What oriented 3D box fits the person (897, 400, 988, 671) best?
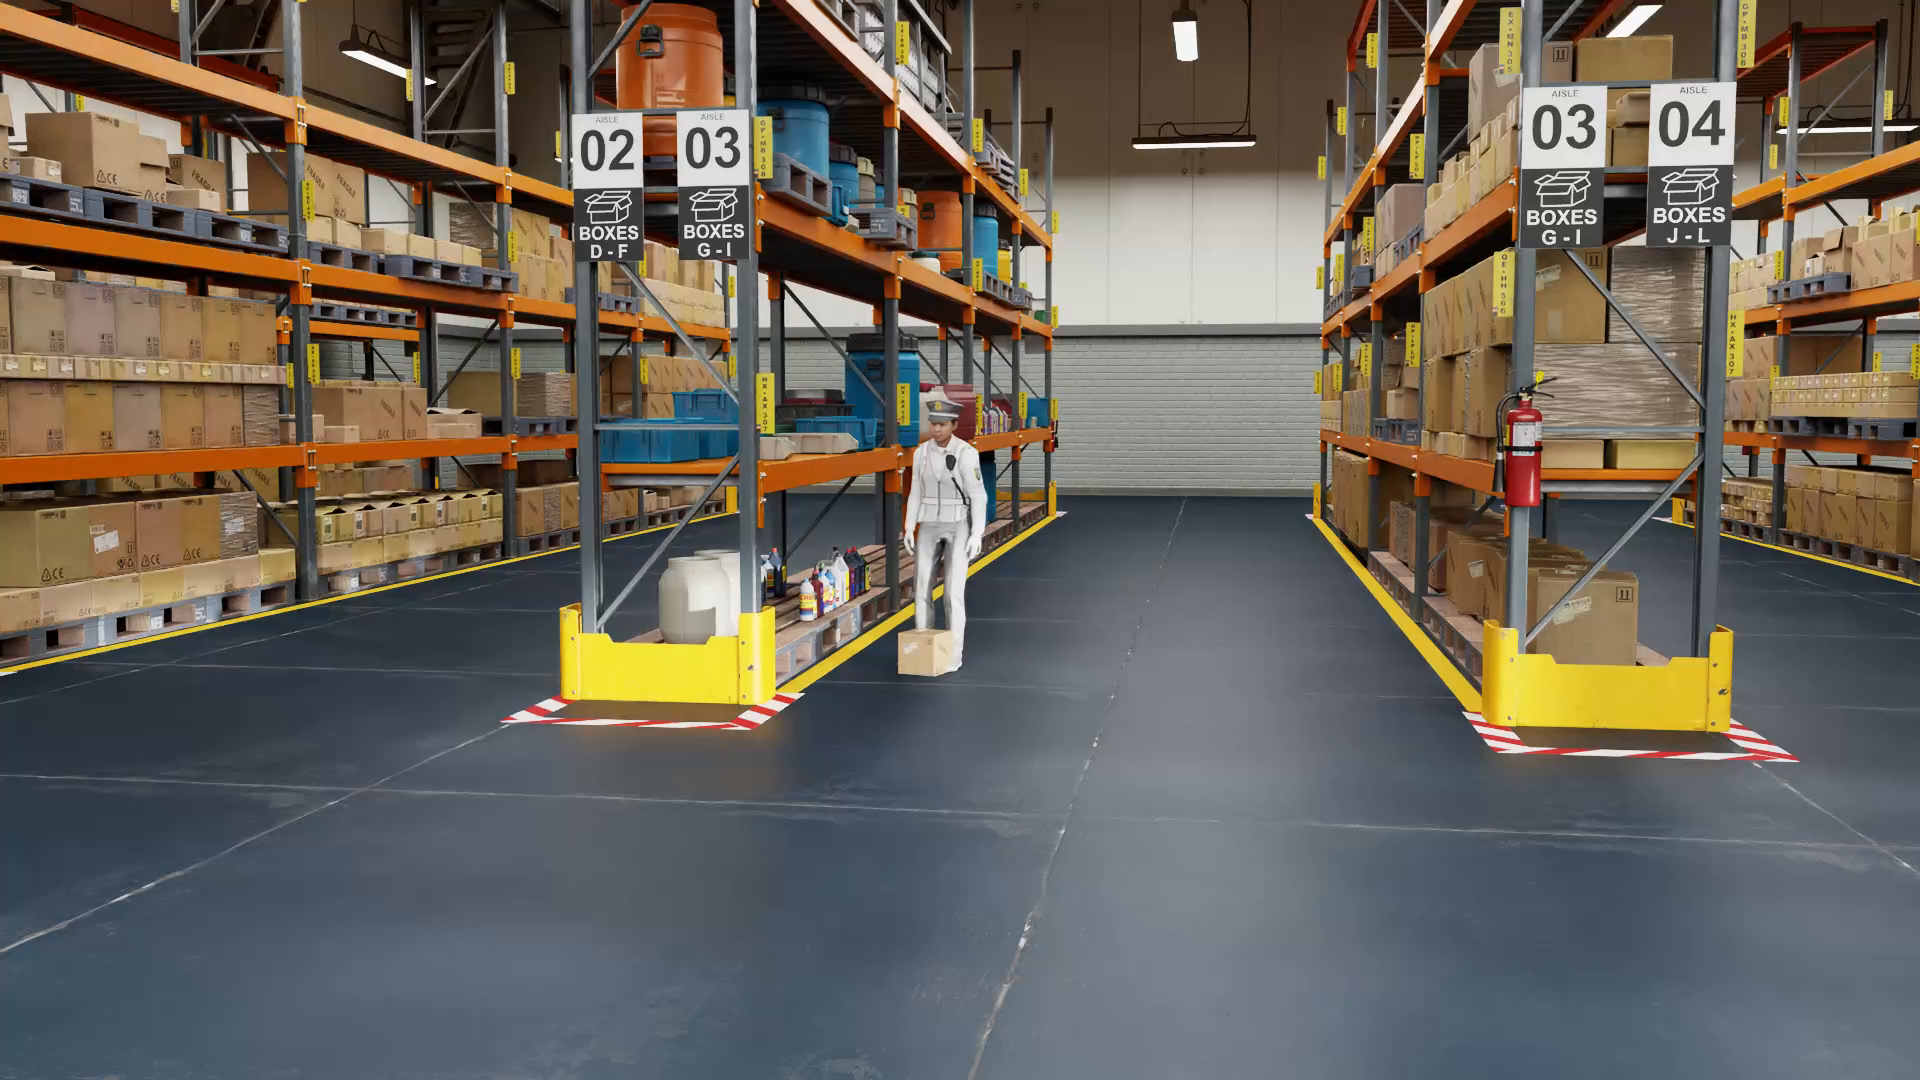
[{"bbox_3d":[-0.108,-0.034,10.305,0.543,1.662,0.416,2,5,24],"label":"person"}]
